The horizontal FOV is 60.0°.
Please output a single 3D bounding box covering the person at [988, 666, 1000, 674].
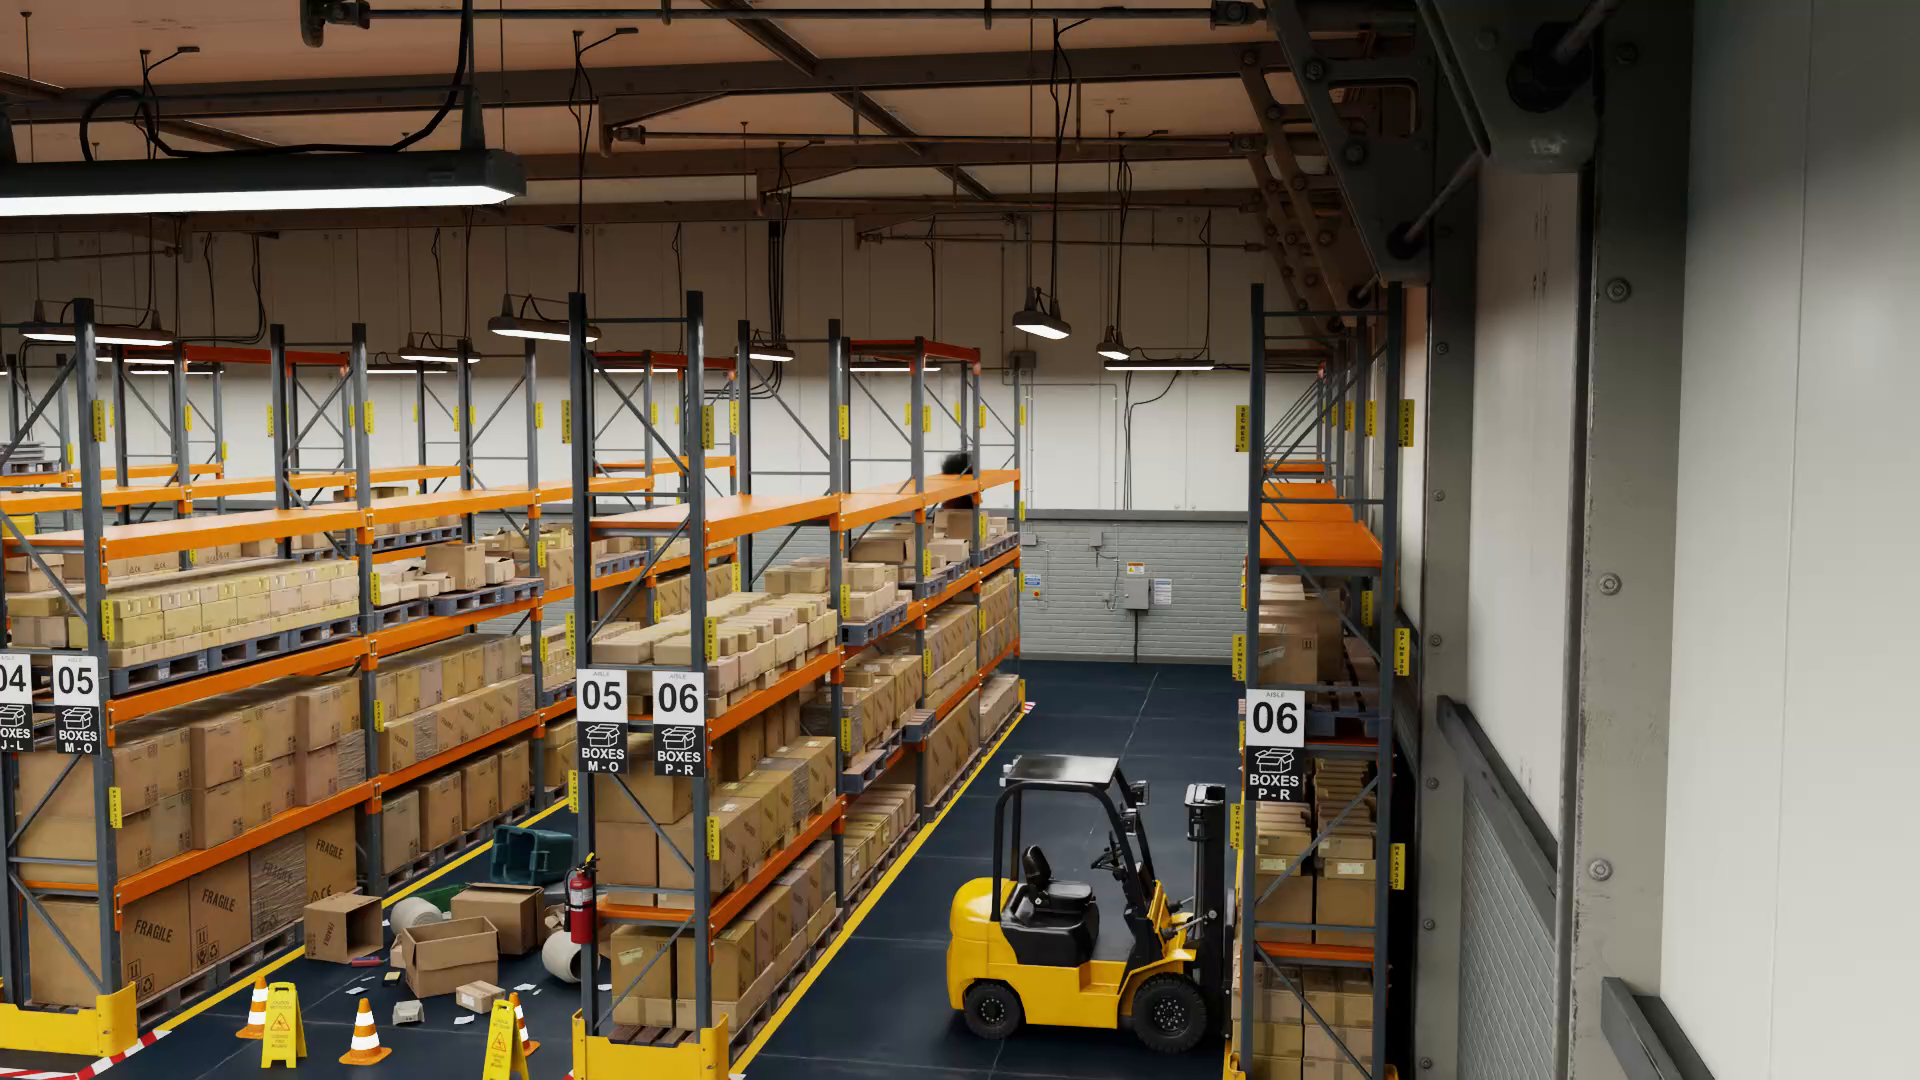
[{"bbox_3d":[0.513,1.925,29.672,0.573,1.717,0.707,4,6,38],"label":"person"}]
